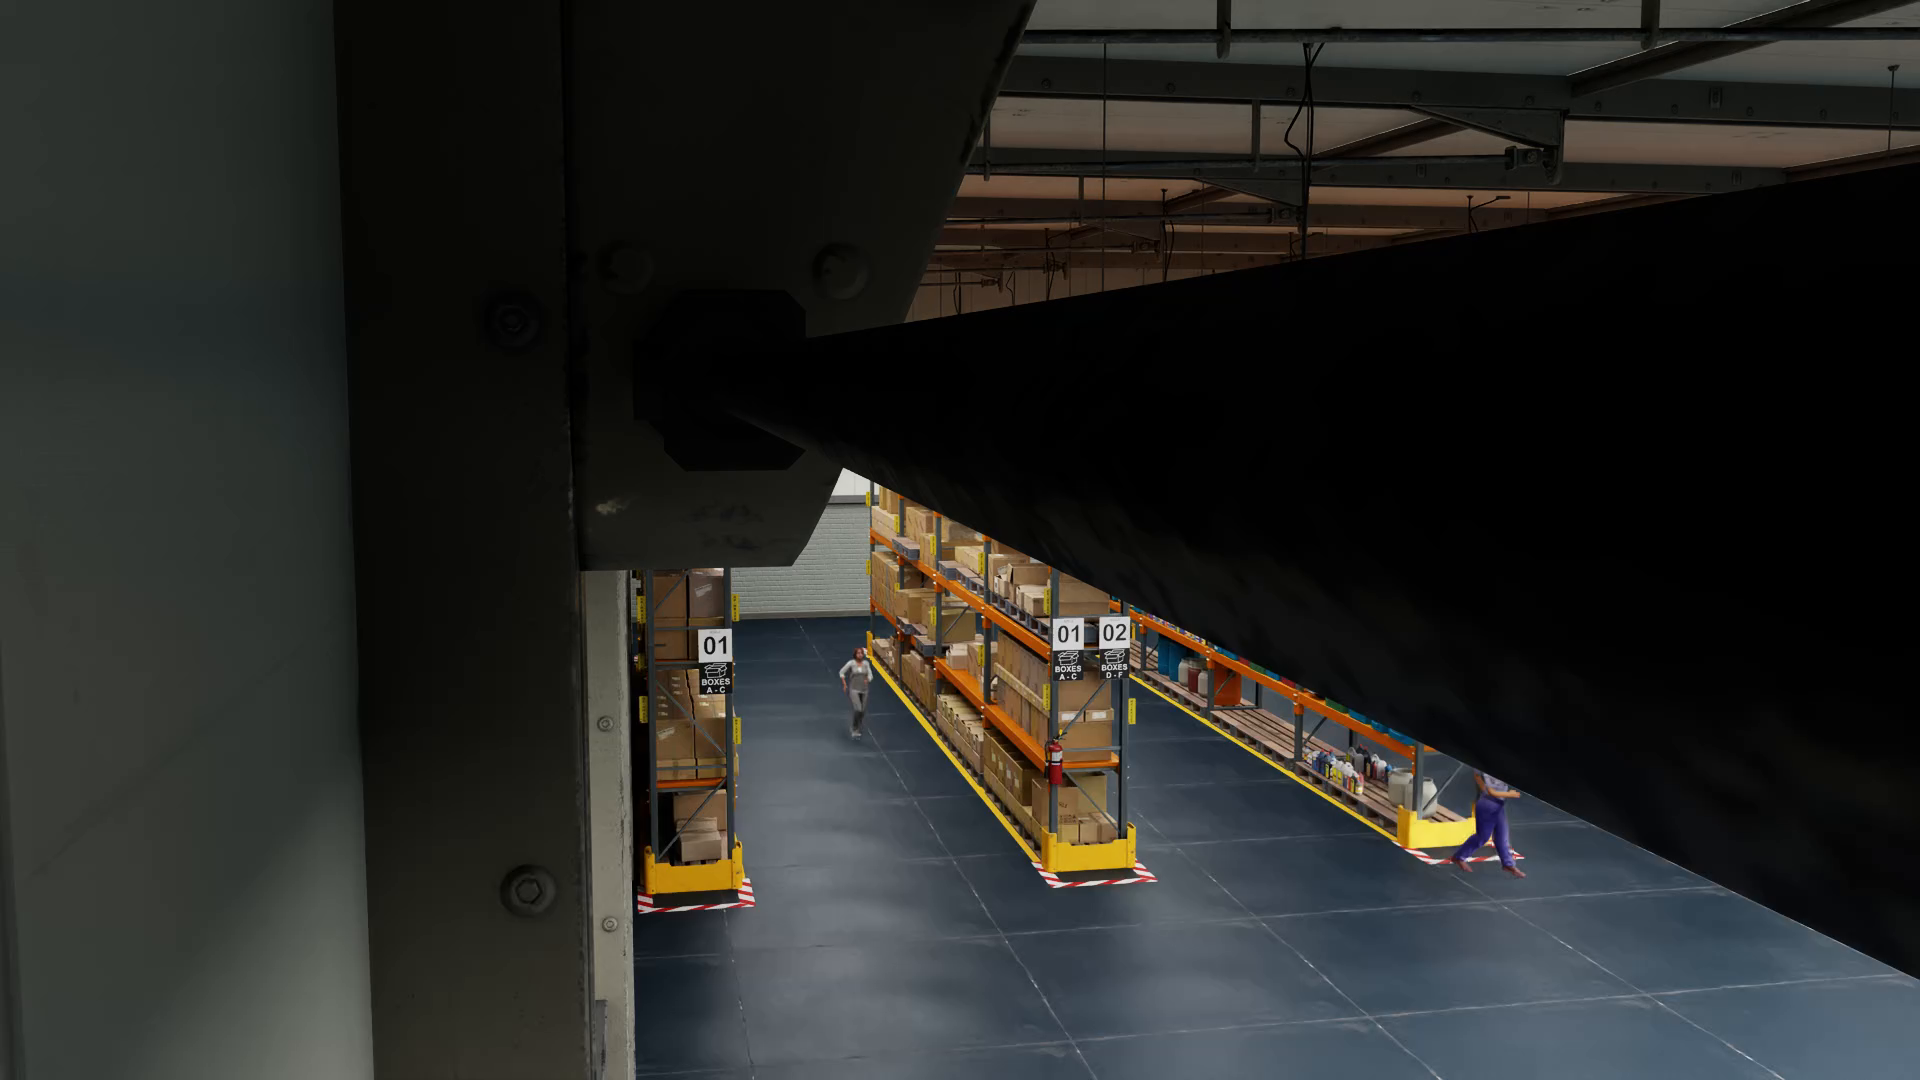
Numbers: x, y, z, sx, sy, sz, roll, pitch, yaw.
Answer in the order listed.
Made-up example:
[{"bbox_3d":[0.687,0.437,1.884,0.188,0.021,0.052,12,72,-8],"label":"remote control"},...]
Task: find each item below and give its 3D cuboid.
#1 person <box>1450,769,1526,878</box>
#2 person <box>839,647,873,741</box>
[{"bbox_3d":[6.560,3.346,20.587,0.898,1.654,0.599,2,6,20],"label":"person"},{"bbox_3d":[-1.722,2.599,28.139,0.506,1.589,0.650,-3,7,-24],"label":"person"}]
